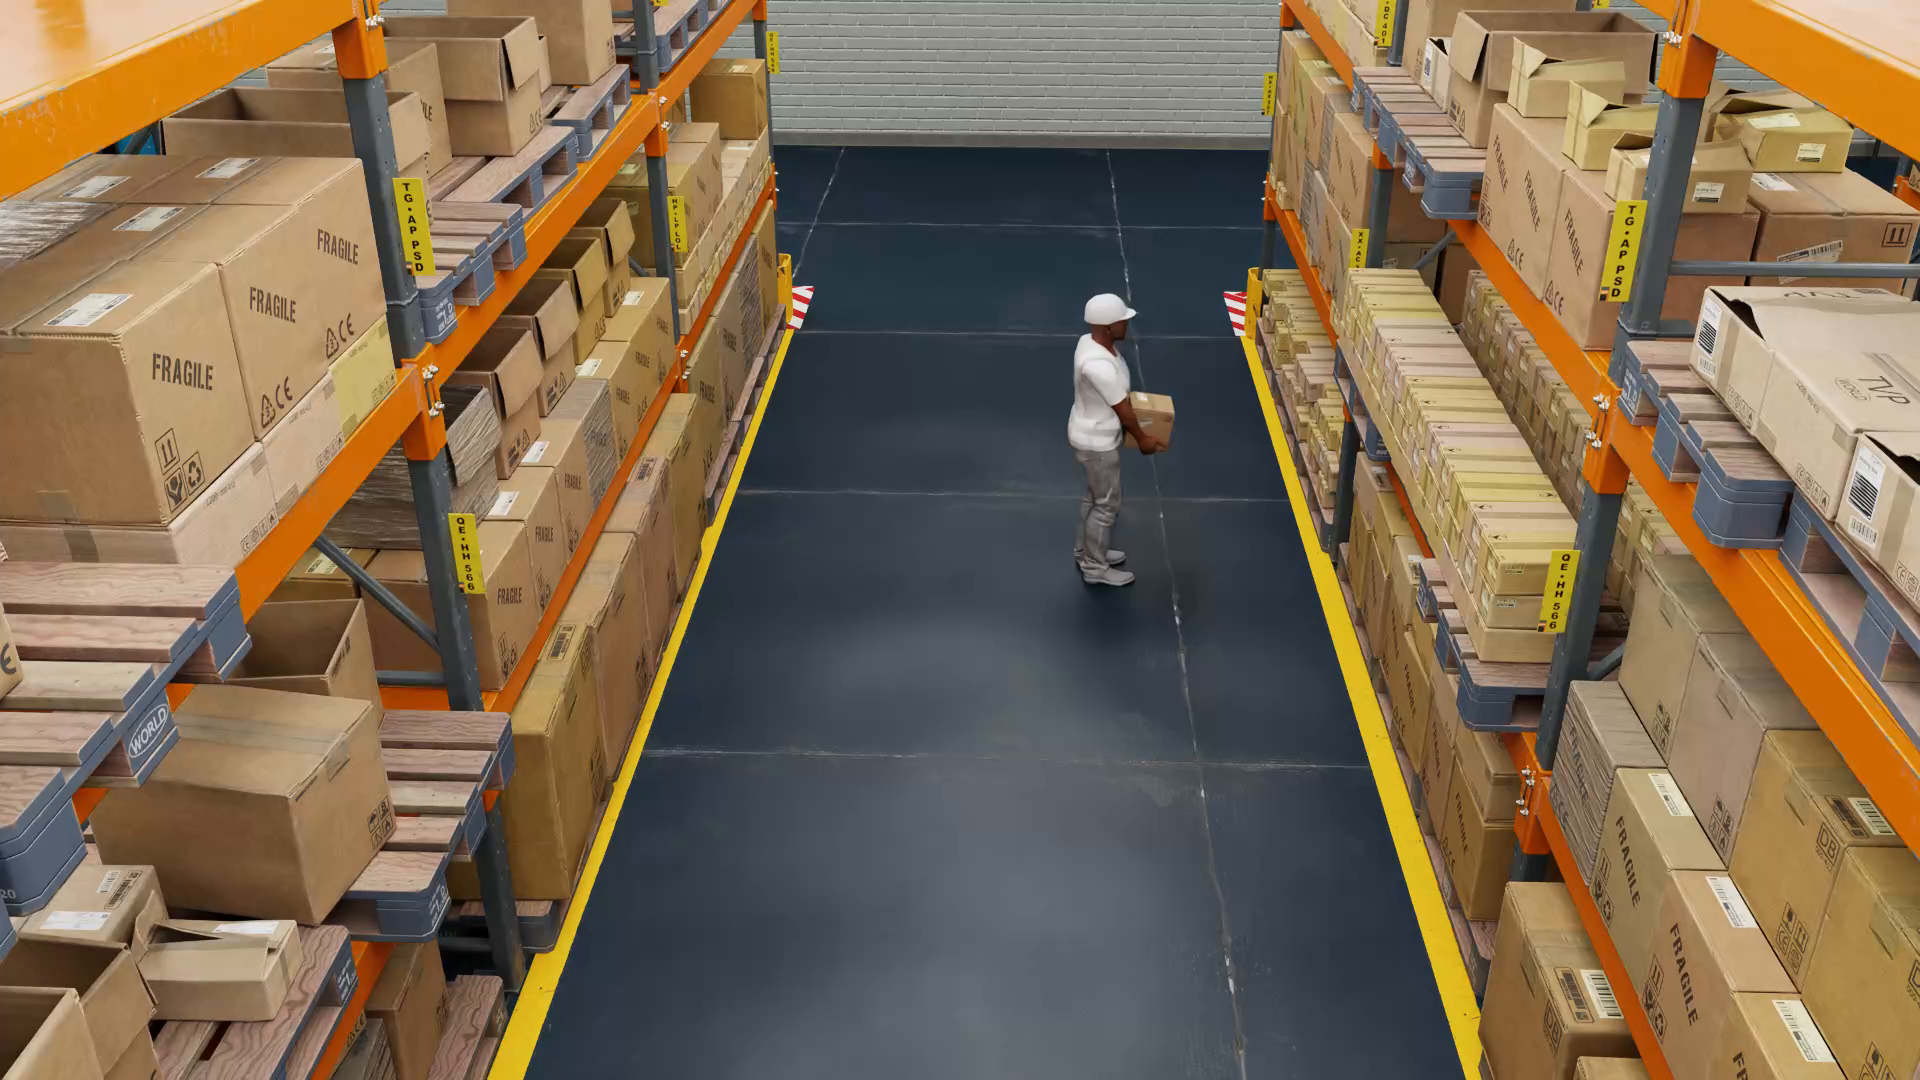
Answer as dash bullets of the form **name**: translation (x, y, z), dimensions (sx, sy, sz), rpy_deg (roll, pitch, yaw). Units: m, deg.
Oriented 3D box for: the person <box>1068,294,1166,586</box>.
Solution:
- **person**: translation (0.910, -0.592, 9.720), dimensions (0.561, 1.763, 0.505), rpy_deg (1, 28, 1)
